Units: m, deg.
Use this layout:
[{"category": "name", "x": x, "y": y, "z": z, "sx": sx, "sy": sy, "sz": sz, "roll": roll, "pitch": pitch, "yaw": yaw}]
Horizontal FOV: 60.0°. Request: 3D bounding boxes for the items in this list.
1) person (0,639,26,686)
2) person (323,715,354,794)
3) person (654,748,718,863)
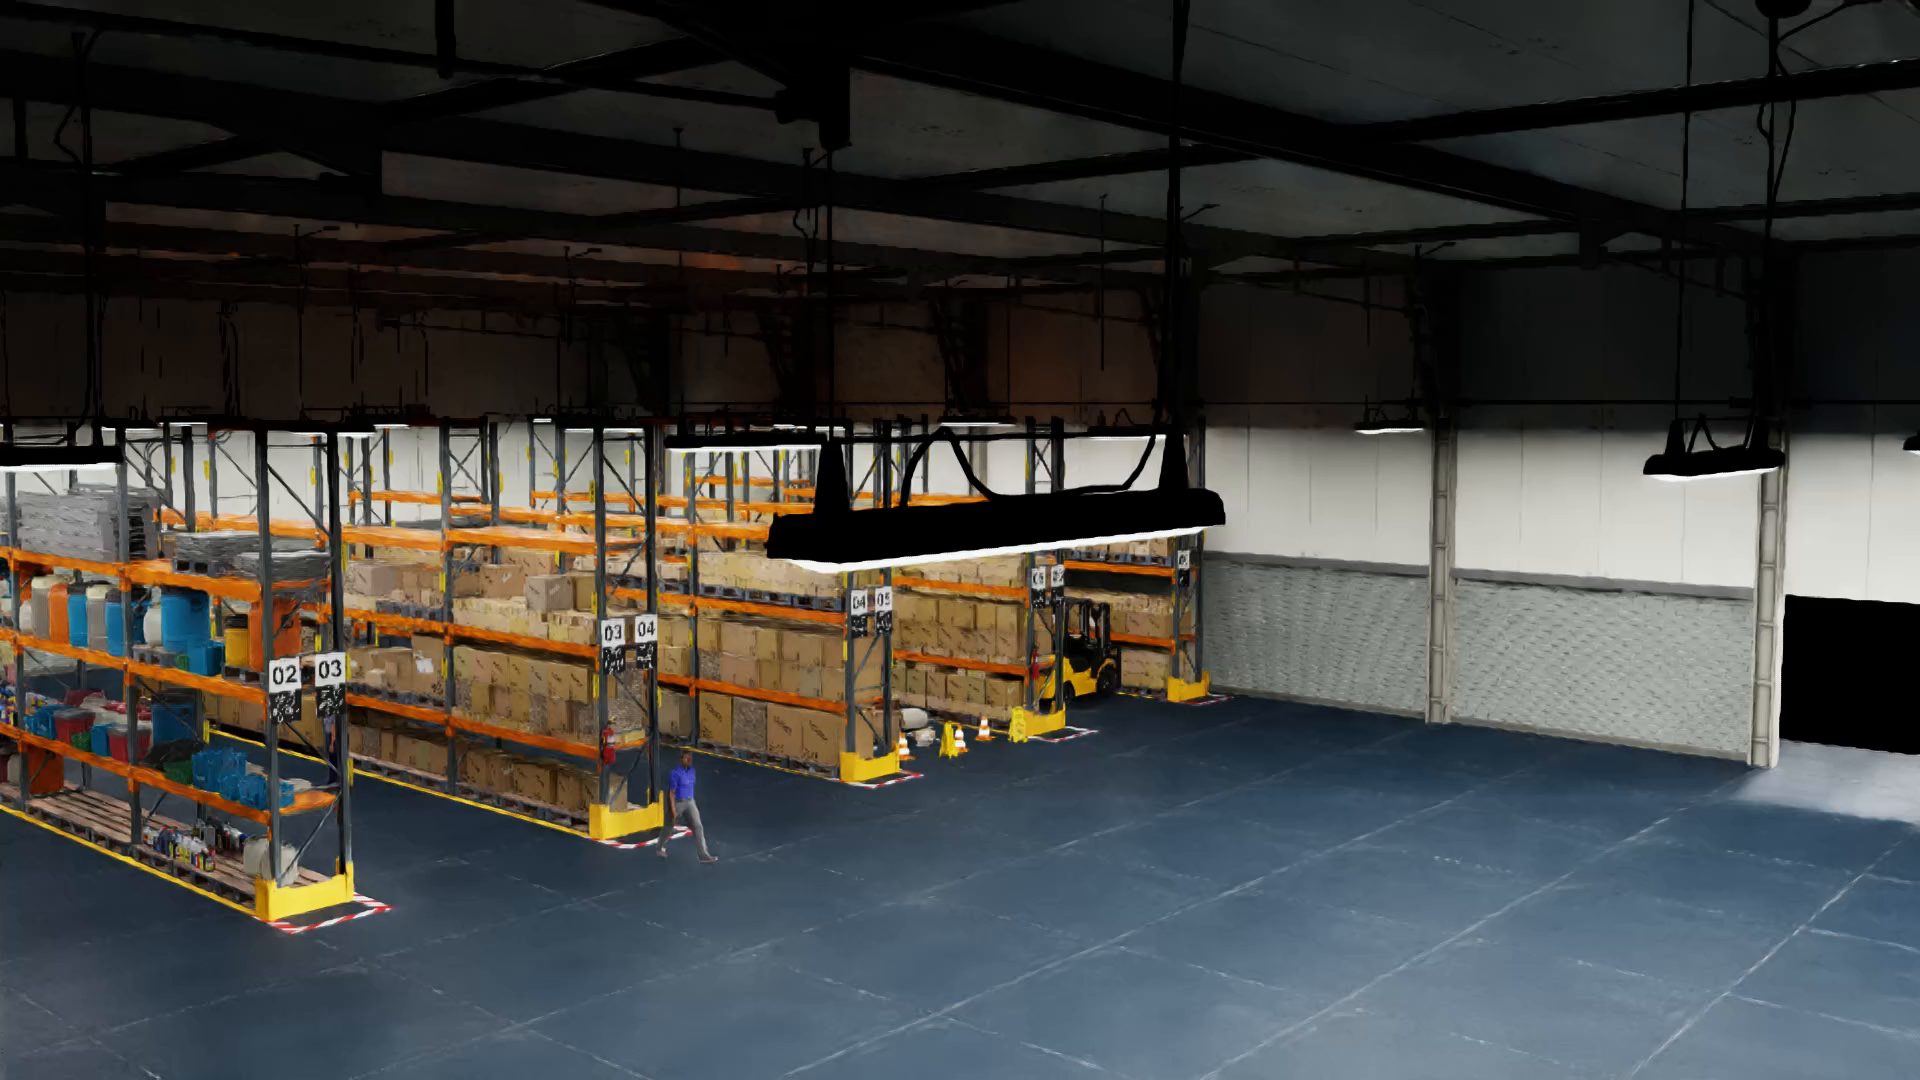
[{"category": "person", "x": -19.902, "y": 2.592, "z": 34.891, "sx": 0.571, "sy": 1.653, "sz": 0.480, "roll": 1, "pitch": 5, "yaw": 9}, {"category": "person", "x": -10.137, "y": 3.277, "z": 26.949, "sx": 0.556, "sy": 1.609, "sz": 0.598, "roll": -1, "pitch": 5, "yaw": -17}, {"category": "person", "x": -3.812, "y": 3.630, "z": 22.838, "sx": 1.088, "sy": 1.574, "sz": 0.447, "roll": 4, "pitch": 6, "yaw": 43}]
